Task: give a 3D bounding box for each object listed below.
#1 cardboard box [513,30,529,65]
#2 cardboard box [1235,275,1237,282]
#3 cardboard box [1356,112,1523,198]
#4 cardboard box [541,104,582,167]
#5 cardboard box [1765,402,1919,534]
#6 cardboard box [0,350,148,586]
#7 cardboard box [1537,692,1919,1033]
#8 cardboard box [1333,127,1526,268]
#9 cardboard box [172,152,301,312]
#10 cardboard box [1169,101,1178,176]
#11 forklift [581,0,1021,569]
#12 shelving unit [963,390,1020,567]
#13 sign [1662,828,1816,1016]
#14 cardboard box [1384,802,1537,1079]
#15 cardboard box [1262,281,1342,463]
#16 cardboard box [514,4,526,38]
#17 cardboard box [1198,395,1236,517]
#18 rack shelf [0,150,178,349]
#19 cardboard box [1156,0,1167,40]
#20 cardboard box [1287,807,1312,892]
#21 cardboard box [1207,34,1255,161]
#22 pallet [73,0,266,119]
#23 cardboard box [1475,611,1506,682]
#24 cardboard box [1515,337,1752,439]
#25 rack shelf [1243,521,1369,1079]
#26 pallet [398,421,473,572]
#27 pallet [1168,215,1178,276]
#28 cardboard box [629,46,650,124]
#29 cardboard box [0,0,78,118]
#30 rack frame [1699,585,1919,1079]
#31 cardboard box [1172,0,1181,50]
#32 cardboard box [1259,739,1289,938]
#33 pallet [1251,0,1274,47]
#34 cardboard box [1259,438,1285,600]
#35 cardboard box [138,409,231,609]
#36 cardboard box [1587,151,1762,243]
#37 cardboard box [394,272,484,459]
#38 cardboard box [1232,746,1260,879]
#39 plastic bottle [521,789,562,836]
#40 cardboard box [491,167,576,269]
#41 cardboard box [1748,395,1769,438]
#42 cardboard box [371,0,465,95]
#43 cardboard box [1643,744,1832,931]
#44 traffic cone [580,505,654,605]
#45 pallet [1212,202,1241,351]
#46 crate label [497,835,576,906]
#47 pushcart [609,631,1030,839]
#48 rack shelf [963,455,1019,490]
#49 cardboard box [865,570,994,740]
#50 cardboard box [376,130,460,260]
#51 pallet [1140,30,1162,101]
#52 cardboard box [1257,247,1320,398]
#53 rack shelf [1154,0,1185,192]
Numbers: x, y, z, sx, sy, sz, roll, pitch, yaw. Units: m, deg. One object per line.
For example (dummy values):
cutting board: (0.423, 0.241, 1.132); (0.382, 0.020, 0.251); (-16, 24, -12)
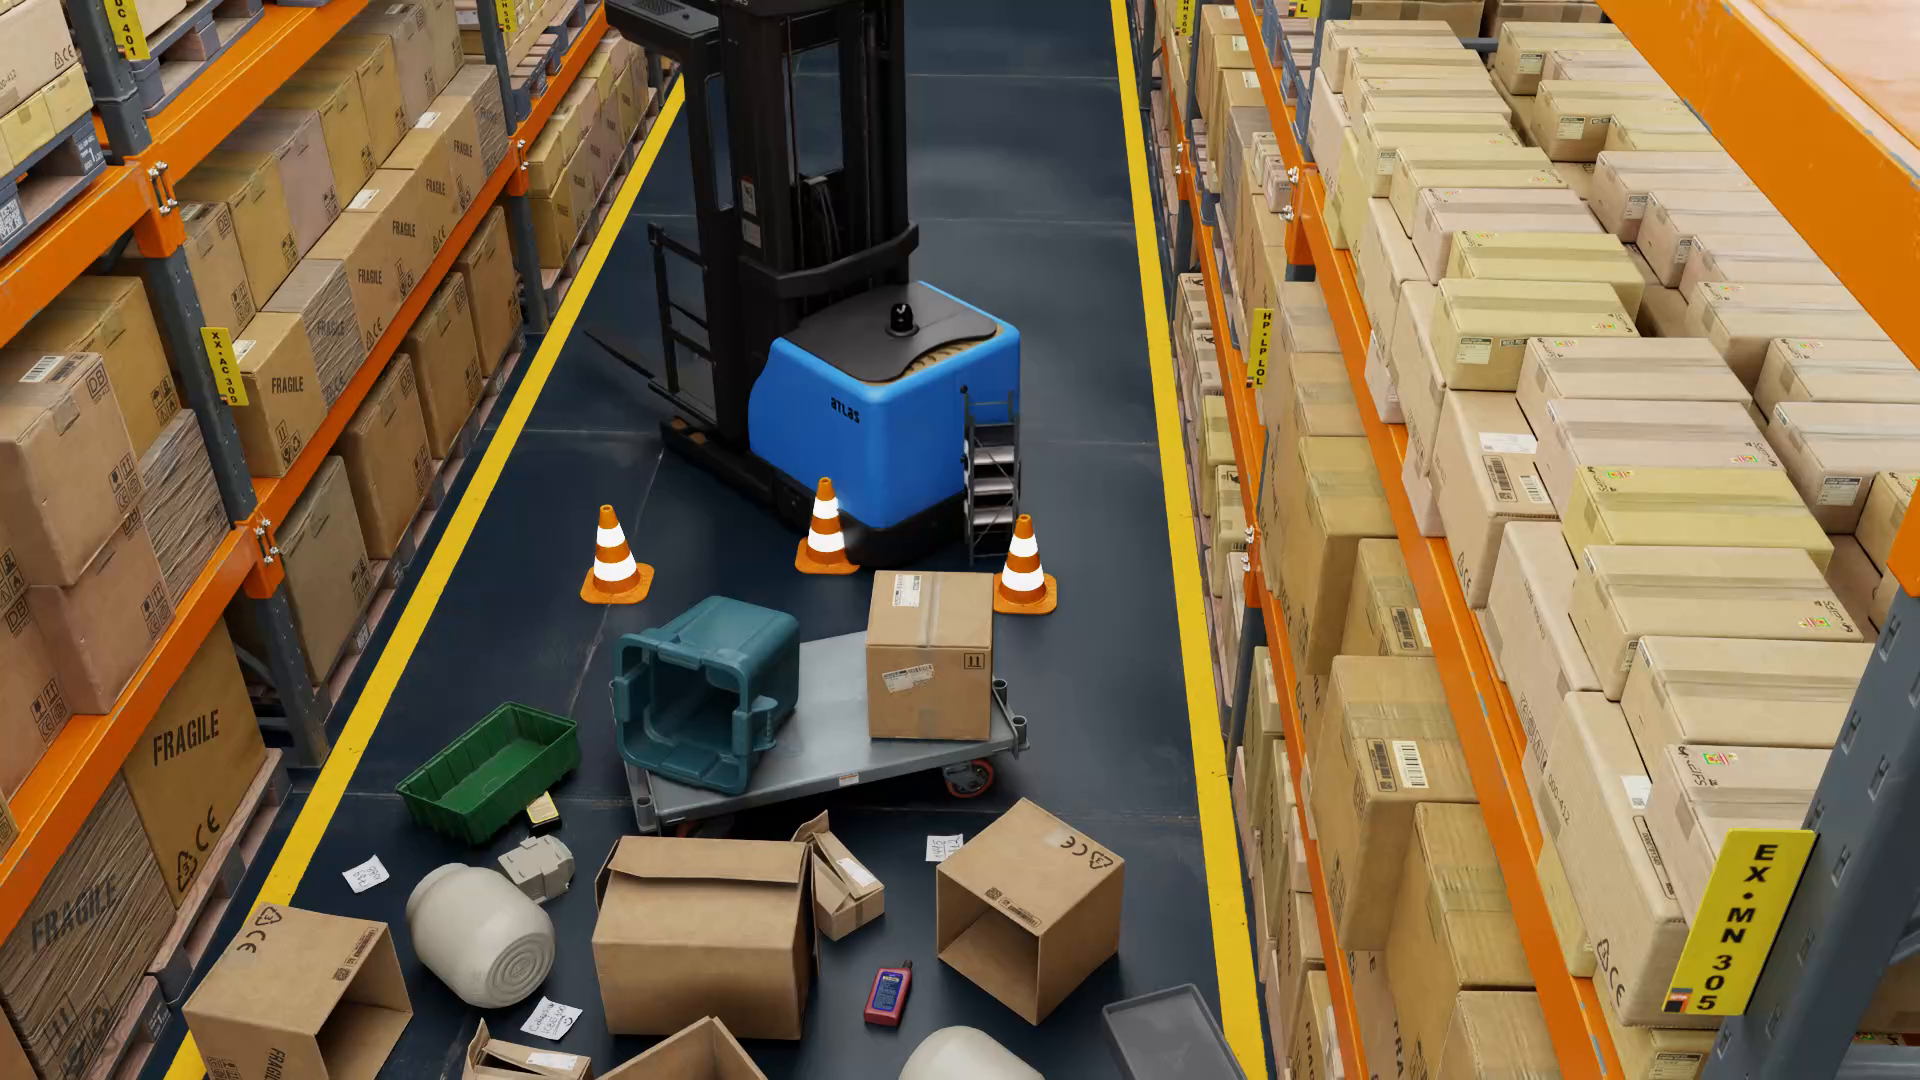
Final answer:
cardboard box: (-2.895, -3.042, 10.268); (0.380, 0.149, 0.250); (3, 35, 4)
cardboard box: (1.464, -1.169, 7.603); (0.380, 0.149, 0.250); (1, 35, 2)
cardboard box: (1.287, -1.037, 4.479); (0.380, 0.149, 0.250); (1, 35, 2)
cardboard box: (-2.836, -2.704, 11.091); (0.500, 0.250, 0.500); (1, 35, 1)
cardboard box: (1.786, -0.138, 3.200); (0.380, 0.149, 0.250); (1, 35, 2)
cardboard box: (-3.242, -0.241, 5.361); (0.875, 0.550, 0.550); (1, 35, 2)
cardboard box: (1.254, 0.498, 2.641); (0.500, 0.250, 0.500); (1, 35, 1)
cardboard box: (1.361, -0.956, 4.711); (0.500, 0.250, 0.500); (1, 35, 1)
cardboard box: (-3.254, -1.299, 6.979); (0.700, 0.500, 0.500); (1, 35, 1)
cardboard box: (2.011, -3.233, 12.170); (0.875, 0.875, 0.875); (2, 35, 3)
forklift: (-1.046, -1.812, 8.725); (1.130, 2.935, 3.031); (-28, 44, -34)
shelving unit: (0.154, -0.299, 8.339); (0.258, 0.900, 0.210); (-4, 35, -6)
sign: (0.949, 0.472, 2.036); (0.100, 0.325, 0.005); (1, 35, 2)
cardboard box: (1.333, 0.925, 3.555); (0.700, 0.500, 0.500); (2, 35, 2)
cardboard box: (1.429, -0.536, 5.634); (0.700, 0.500, 0.500); (1, 35, 1)
cardboard box: (-2.897, -3.186, 10.215); (0.380, 0.149, 0.250); (3, 35, 4)
cardboard box: (1.734, -0.423, 8.608); (0.950, 0.372, 0.625); (2, 35, 3)
rack shelf: (-3.367, -0.052, 4.178); (1.077, 0.370, 4.000); (1, 35, 2)
cardboard box: (1.618, -3.622, 11.371); (0.500, 0.250, 0.500); (1, 35, 1)
cardboard box: (1.278, 1.022, 5.442); (0.380, 0.149, 0.250); (3, 35, 5)
cardboard box: (1.561, -2.292, 8.637); (0.500, 0.500, 0.500); (3, 35, 4)
pallet: (-3.299, -1.945, 6.412); (0.805, 0.209, 1.217); (0, 35, 0)
cardboard box: (1.299, 0.167, 3.460); (0.380, 0.149, 0.250); (1, 35, 2)
cardboard box: (1.377, -0.295, 3.422); (0.380, 0.149, 0.250); (0, 35, 1)
rack shelf: (1.583, 1.232, 4.960); (1.077, 0.370, 4.000); (1, 35, 2)
pallet: (-3.285, -0.275, 8.903); (1.003, 0.211, 1.213); (1, 35, 2)
pallet: (1.931, -1.820, 11.102); (1.003, 0.211, 1.213); (1, 35, 2)
cardboard box: (-2.743, -3.582, 12.993); (0.500, 0.500, 0.500); (1, 35, 1)
cardboard box: (-3.050, -1.480, 5.003); (0.500, 0.250, 0.500); (1, 35, 1)
rack frame: (1.506, -0.368, 1.393); (0.949, 2.616, 0.053); (1, 35, 2)
cardboard box: (1.607, -3.232, 10.381); (0.500, 0.250, 0.500); (0, 35, 1)
cardboard box: (1.360, 1.075, 5.931); (0.500, 0.500, 0.500); (3, 35, 4)
pallet: (1.833, -2.310, 6.929); (1.213, 0.211, 1.003); (1, 35, 2)
cardboard box: (1.367, -0.128, 5.924); (0.500, 0.500, 0.500); (1, 35, 2)
cardboard box: (-3.289, -0.117, 6.123); (0.875, 0.550, 0.550); (1, 35, 2)
cardboard box: (1.843, -0.876, 4.250); (0.380, 0.149, 0.250); (1, 35, 1)
cardboard box: (-3.272, -0.967, 9.055); (1.050, 0.750, 0.750); (2, 35, 3)
cardboard box: (1.370, 1.074, 6.585); (0.500, 0.250, 0.500); (0, 35, 0)
plastic bottle: (-1.790, 1.128, 7.038); (0.133, 0.061, 0.283); (-17, 38, -22)
cardboard box: (-2.843, -2.116, 10.906); (0.500, 0.500, 0.500); (0, 35, 0)
cardboard box: (1.815, -0.071, 3.450); (0.500, 0.250, 0.500); (2, 35, 3)
cardboard box: (-3.154, -2.759, 9.056); (0.700, 0.500, 0.500); (1, 35, 2)
cardboard box: (1.221, 0.434, 2.385); (0.380, 0.149, 0.250); (2, 35, 2)
traffic cone: (-1.724, 0.034, 8.245); (0.336, 0.463, 0.334); (1, 35, 2)
pallet: (1.786, -1.293, 8.094); (1.003, 0.211, 1.213); (1, 35, 2)
crate label: (-1.712, 1.324, 6.692); (0.298, 0.136, 0.250); (-24, 42, -30)
pushcart: (-0.617, 0.837, 7.176); (1.648, 0.377, 0.936); (-10, 36, -14)
rack shelf: (0.154, -0.345, 8.306); (0.258, 0.077, 0.200); (-4, 35, -6)
cardboard box: (-0.116, 0.477, 6.923); (0.500, 0.500, 0.500); (1, 35, 2)
cardboard box: (-2.917, -1.768, 8.516); (0.500, 0.500, 0.500); (1, 35, 1)
pallet: (2.094, -4.102, 14.349); (1.003, 0.211, 1.213); (1, 35, 2)
cardboard box: (1.453, -0.817, 6.539); (0.500, 0.500, 0.500); (1, 35, 1)
rack shelf: (1.905, -3.365, 11.500); (1.077, 0.370, 4.000); (1, 35, 2)
